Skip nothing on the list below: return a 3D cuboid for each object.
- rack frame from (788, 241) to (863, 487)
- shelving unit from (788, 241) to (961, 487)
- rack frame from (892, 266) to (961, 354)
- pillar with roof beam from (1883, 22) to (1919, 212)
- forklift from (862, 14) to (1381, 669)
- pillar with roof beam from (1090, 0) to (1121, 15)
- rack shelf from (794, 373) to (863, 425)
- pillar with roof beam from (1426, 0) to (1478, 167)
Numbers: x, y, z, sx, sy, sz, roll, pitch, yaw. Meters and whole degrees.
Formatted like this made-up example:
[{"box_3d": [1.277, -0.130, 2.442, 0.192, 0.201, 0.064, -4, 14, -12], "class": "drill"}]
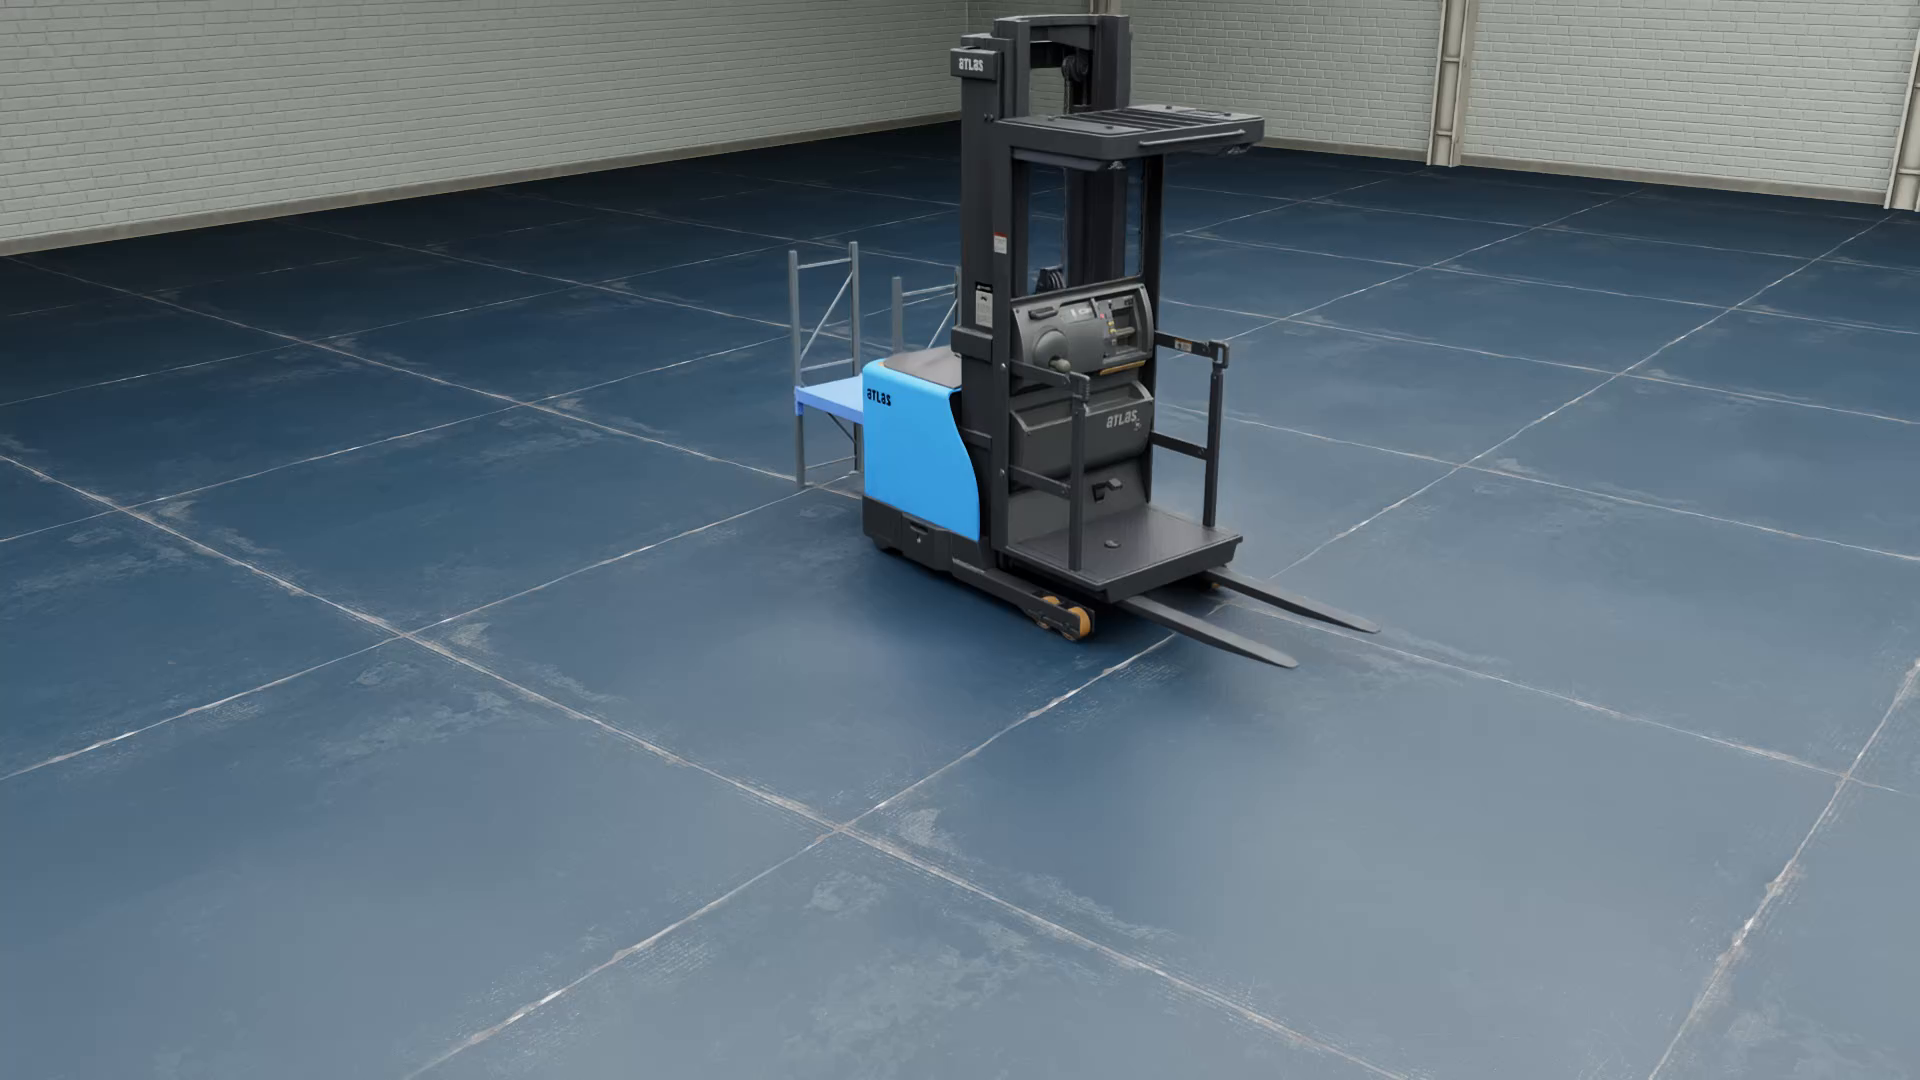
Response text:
[{"box_3d": [-0.836, -1.096, 10.449, 0.500, 1.500, 0.032, -17, 26, -37], "class": "rack frame"}, {"box_3d": [-0.508, -0.959, 10.085, 0.538, 1.500, 1.048, -17, 26, -37], "class": "shelving unit"}, {"box_3d": [-0.180, -0.822, 9.722, 0.500, 1.500, 0.032, -17, 26, -37], "class": "rack frame"}, {"box_3d": [8.927, -7.126, 15.812, 0.400, 9.000, 9.100, 16, 26, 36], "class": "pillar with roof beam"}, {"box_3d": [0.774, -1.069, 8.348, 1.130, 2.935, 3.031, -17, 26, -37], "class": "forklift"}, {"box_3d": [-0.370, -9.804, 22.912, 0.400, 9.000, 9.100, 16, 26, 36], "class": "pillar with roof beam"}, {"box_3d": [-0.508, -0.791, 10.149, 0.538, 0.185, 1.000, -17, 26, -37], "class": "rack shelf"}, {"box_3d": [4.278, -8.465, 19.362, 0.400, 9.000, 9.100, 16, 26, 36], "class": "pillar with roof beam"}]
